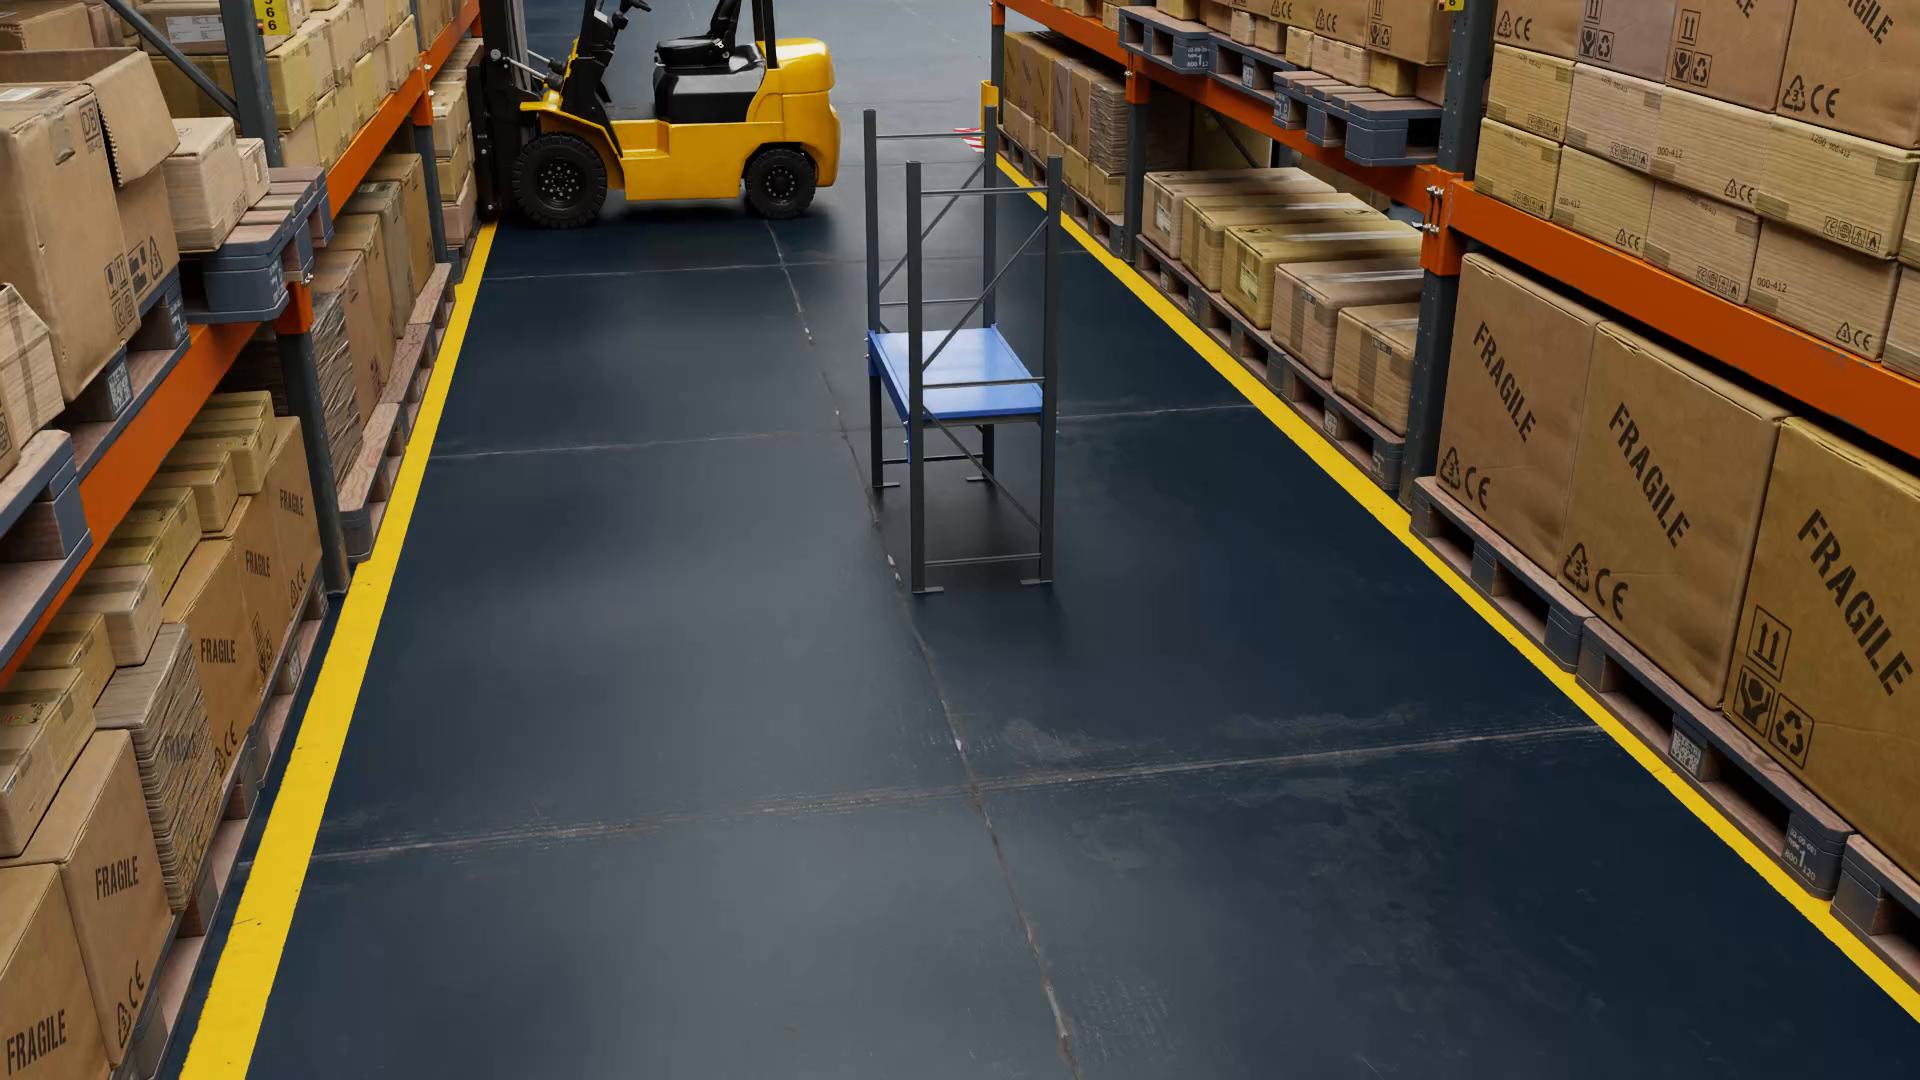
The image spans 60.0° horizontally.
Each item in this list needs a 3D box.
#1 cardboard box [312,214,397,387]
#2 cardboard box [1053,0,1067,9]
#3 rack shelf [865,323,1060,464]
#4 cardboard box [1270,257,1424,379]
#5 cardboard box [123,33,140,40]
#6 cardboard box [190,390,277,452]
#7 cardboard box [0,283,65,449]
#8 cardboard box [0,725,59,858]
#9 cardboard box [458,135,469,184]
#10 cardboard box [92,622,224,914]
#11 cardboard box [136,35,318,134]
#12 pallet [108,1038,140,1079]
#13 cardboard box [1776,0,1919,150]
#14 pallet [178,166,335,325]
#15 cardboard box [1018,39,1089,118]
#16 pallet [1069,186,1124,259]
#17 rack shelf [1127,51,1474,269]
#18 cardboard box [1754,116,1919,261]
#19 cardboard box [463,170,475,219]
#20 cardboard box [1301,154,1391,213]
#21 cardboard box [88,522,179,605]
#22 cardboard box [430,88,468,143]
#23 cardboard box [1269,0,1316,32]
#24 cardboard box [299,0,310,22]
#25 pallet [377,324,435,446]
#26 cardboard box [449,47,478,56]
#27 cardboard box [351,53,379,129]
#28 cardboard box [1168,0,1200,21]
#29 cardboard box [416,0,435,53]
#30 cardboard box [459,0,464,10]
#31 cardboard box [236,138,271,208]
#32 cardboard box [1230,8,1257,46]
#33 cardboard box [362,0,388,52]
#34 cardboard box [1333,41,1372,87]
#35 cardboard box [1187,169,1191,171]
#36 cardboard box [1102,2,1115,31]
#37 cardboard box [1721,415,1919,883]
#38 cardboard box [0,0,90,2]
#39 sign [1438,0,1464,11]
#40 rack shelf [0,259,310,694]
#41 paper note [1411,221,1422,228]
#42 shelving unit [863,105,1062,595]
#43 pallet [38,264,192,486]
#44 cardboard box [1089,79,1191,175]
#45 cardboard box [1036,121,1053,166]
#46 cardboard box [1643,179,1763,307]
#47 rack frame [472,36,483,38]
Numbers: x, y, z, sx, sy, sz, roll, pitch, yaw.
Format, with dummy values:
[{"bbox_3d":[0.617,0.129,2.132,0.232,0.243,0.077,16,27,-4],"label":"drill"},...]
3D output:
[{"bbox_3d":[-2.998,-1.037,7.319,0.875,0.625,0.625,-5,24,-12],"label":"cardboard box"},{"bbox_3d":[0.843,-3.697,11.281,0.380,0.149,0.250,-4,24,-9],"label":"cardboard box"},{"bbox_3d":[-0.016,-0.556,6.099,0.538,0.185,1.000,-4,24,-10],"label":"rack shelf"},{"bbox_3d":[1.995,-1.035,7.630,0.950,0.372,0.625,-5,24,-11],"label":"cardboard box"},{"bbox_3d":[-3.096,-1.683,5.918,0.500,0.250,0.500,-4,24,-9],"label":"cardboard box"},{"bbox_3d":[-2.303,-0.334,5.055,0.380,0.149,0.250,-5,24,-12],"label":"cardboard box"},{"bbox_3d":[-1.783,-0.298,2.827,0.396,0.266,0.258,-3,24,-7],"label":"cardboard box"},{"bbox_3d":[-1.968,0.492,3.164,0.380,0.149,0.250,-4,24,-10],"label":"cardboard box"},{"bbox_3d":[-3.264,-2.311,10.080,0.500,0.250,0.500,-4,24,-10],"label":"cardboard box"},{"bbox_3d":[-2.058,0.545,3.854,0.500,0.500,0.500,-5,24,-12],"label":"cardboard box"},{"bbox_3d":[-2.461,-1.520,5.545,0.500,0.250,0.500,-4,24,-10],"label":"cardboard box"},{"bbox_3d":[-2.091,1.369,2.852,1.003,0.211,1.213,-4,24,-10],"label":"pallet"},{"bbox_3d":[2.357,-1.228,3.940,0.500,0.500,0.500,-4,24,-9],"label":"cardboard box"},{"bbox_3d":[-2.449,-0.816,4.610,1.213,0.211,1.003,-4,24,-10],"label":"pallet"},{"bbox_3d":[0.738,-3.404,12.271,0.500,0.500,0.500,-5,24,-12],"label":"cardboard box"},{"bbox_3d":[1.336,-2.091,10.774,1.003,0.211,1.213,-4,24,-10],"label":"pallet"},{"bbox_3d":[1.864,-1.991,7.960,1.077,0.370,4.000,-4,24,-10],"label":"rack shelf"},{"bbox_3d":[2.341,-0.876,4.071,0.500,0.250,0.500,-4,24,-9],"label":"cardboard box"},{"bbox_3d":[-3.256,-2.084,10.185,0.500,0.250,0.500,-5,24,-11],"label":"cardboard box"},{"bbox_3d":[2.634,-2.485,11.312,0.500,0.500,0.500,13,27,27],"label":"cardboard box"},{"bbox_3d":[-2.166,0.083,4.099,0.380,0.149,0.250,-5,24,-11],"label":"cardboard box"},{"bbox_3d":[-3.249,-2.544,9.990,0.500,0.250,0.500,-4,24,-10],"label":"cardboard box"},{"bbox_3d":[1.676,-2.468,7.131,0.500,0.500,0.500,-6,24,-13],"label":"cardboard box"},{"bbox_3d":[-2.597,-1.961,6.058,0.380,0.149,0.250,-4,24,-9],"label":"cardboard box"},{"bbox_3d":[-2.979,-0.693,7.573,1.003,0.211,1.213,-4,24,-10],"label":"pallet"},{"bbox_3d":[-3.631,-3.344,11.820,0.500,0.250,0.500,-4,24,-9],"label":"cardboard box"},{"bbox_3d":[-2.770,-1.893,7.025,0.500,0.250,0.500,-4,24,-8],"label":"cardboard box"},{"bbox_3d":[1.324,-2.845,8.805,0.380,0.149,0.250,-4,24,-9],"label":"cardboard box"},{"bbox_3d":[-3.208,-2.978,9.196,0.500,0.500,0.500,-5,24,-11],"label":"cardboard box"},{"bbox_3d":[-3.591,-3.777,11.026,0.500,0.500,0.500,-5,24,-11],"label":"cardboard box"},{"bbox_3d":[-2.145,-1.012,4.610,0.380,0.149,0.250,-4,24,-9],"label":"cardboard box"},{"bbox_3d":[1.500,-2.429,7.853,0.380,0.149,0.250,-3,24,-8],"label":"cardboard box"},{"bbox_3d":[-2.850,-2.321,7.380,0.500,0.250,0.500,-4,24,-9],"label":"cardboard box"},{"bbox_3d":[1.731,-1.919,6.685,0.380,0.149,0.250,-5,24,-10],"label":"cardboard box"},{"bbox_3d":[1.651,-2.292,10.660,0.500,0.250,0.500,-5,24,-12],"label":"cardboard box"},{"bbox_3d":[1.083,-3.194,10.128,0.380,0.149,0.250,-4,24,-9],"label":"cardboard box"},{"bbox_3d":[2.606,0.228,4.110,0.875,0.875,0.875,-4,24,-8],"label":"cardboard box"},{"bbox_3d":[-3.060,-1.716,5.496,0.380,0.149,0.250,-4,24,-8],"label":"cardboard box"},{"bbox_3d":[1.703,-1.984,5.698,0.100,0.325,0.005,-4,24,-10],"label":"sign"},{"bbox_3d":[-2.273,-0.049,3.513,1.077,0.370,4.000,-4,24,-10],"label":"rack shelf"},{"bbox_3d":[3.073,-2.081,10.978,0.148,0.019,0.142,-4,24,-10],"label":"paper note"},{"bbox_3d":[-0.016,-0.721,6.027,0.538,1.500,1.048,-4,24,-10],"label":"shelving unit"},{"bbox_3d":[-2.279,-0.313,3.458,1.003,0.211,1.213,-4,24,-10],"label":"pallet"},{"bbox_3d":[1.121,-2.596,10.420,0.500,0.500,0.500,-5,24,-10],"label":"cardboard box"},{"bbox_3d":[0.833,-2.860,11.962,0.500,0.250,0.500,-3,24,-6],"label":"cardboard box"},{"bbox_3d":[2.281,-0.847,4.628,0.500,0.250,0.500,-4,24,-8],"label":"cardboard box"},{"bbox_3d":[-4.122,-4.312,12.375,1.000,3.000,0.127,-4,24,-10],"label":"rack frame"}]
